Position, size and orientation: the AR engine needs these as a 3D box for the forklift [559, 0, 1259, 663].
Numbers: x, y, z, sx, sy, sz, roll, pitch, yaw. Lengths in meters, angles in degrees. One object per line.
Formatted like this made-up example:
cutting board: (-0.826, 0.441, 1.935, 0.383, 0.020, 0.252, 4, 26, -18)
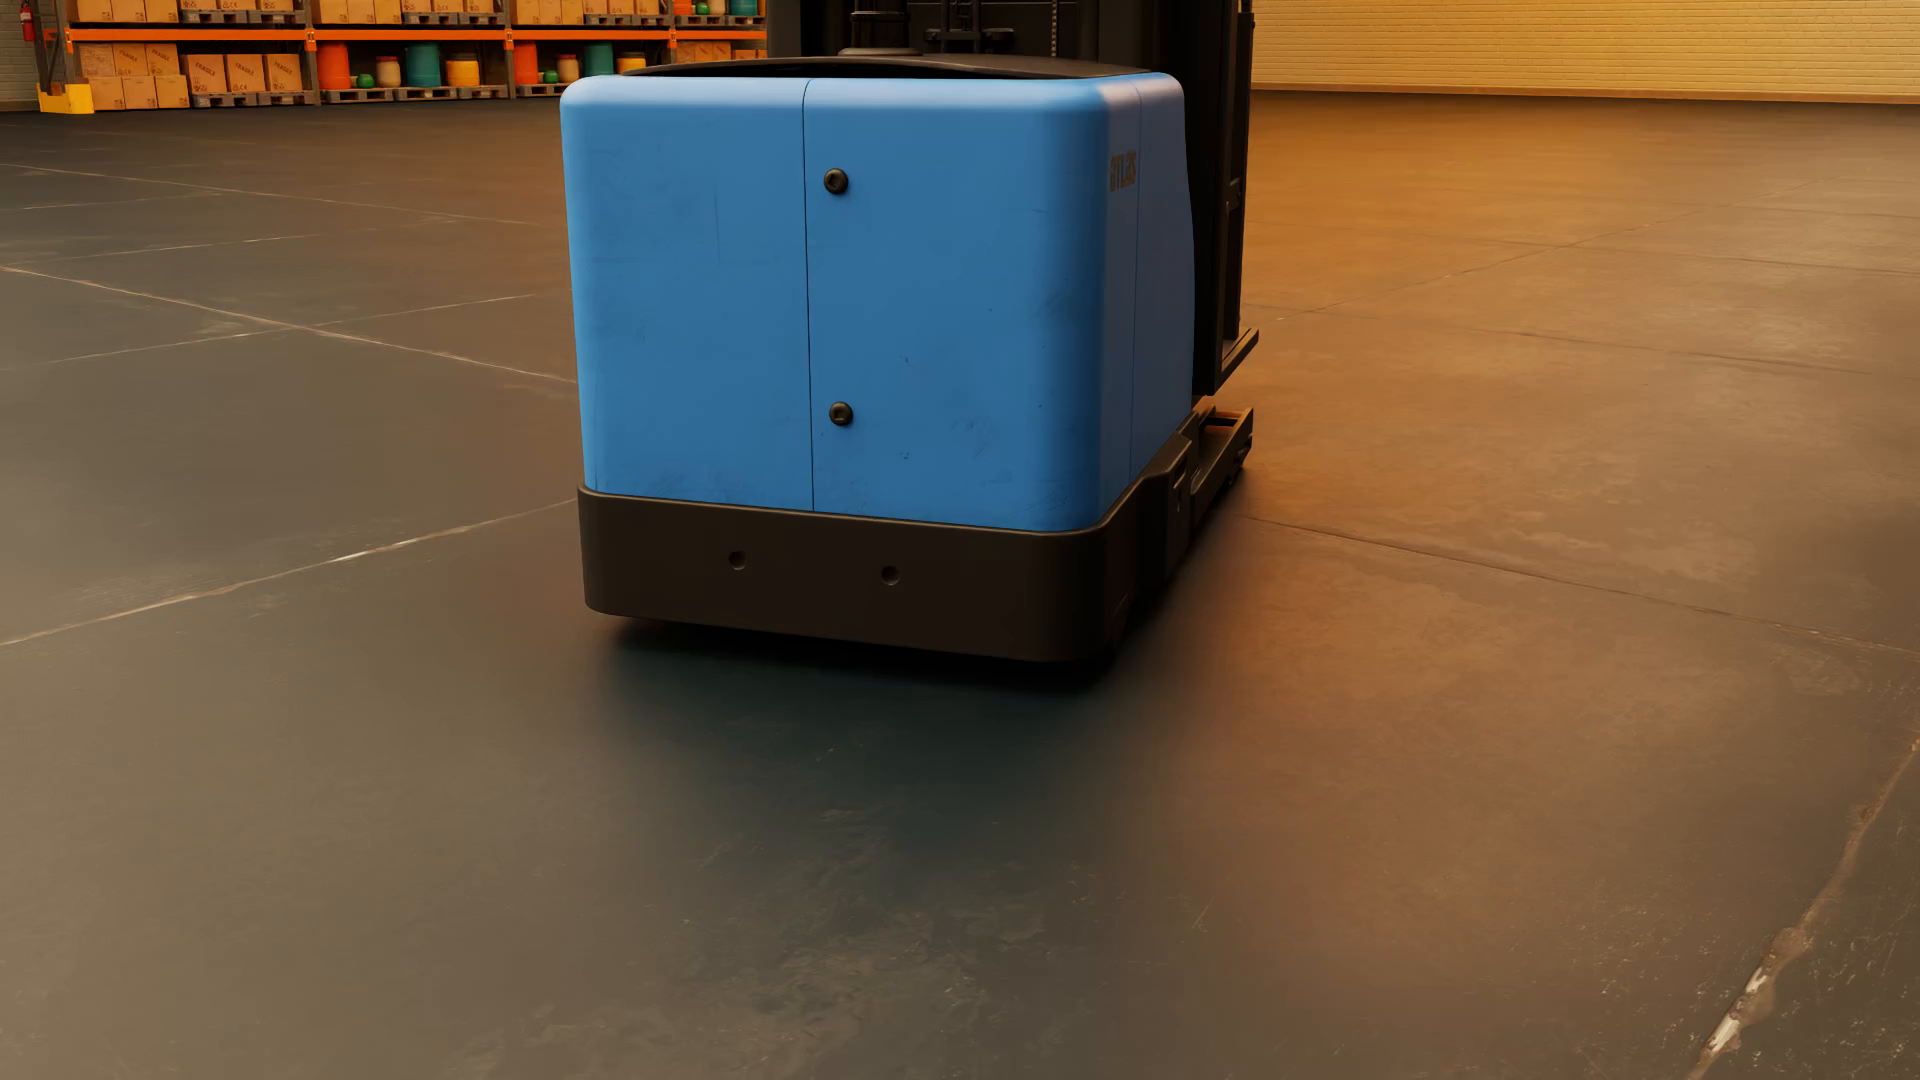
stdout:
forklift: (0.182, -1.571, 4.072, 1.130, 2.935, 3.031, 5, 18, 17)
